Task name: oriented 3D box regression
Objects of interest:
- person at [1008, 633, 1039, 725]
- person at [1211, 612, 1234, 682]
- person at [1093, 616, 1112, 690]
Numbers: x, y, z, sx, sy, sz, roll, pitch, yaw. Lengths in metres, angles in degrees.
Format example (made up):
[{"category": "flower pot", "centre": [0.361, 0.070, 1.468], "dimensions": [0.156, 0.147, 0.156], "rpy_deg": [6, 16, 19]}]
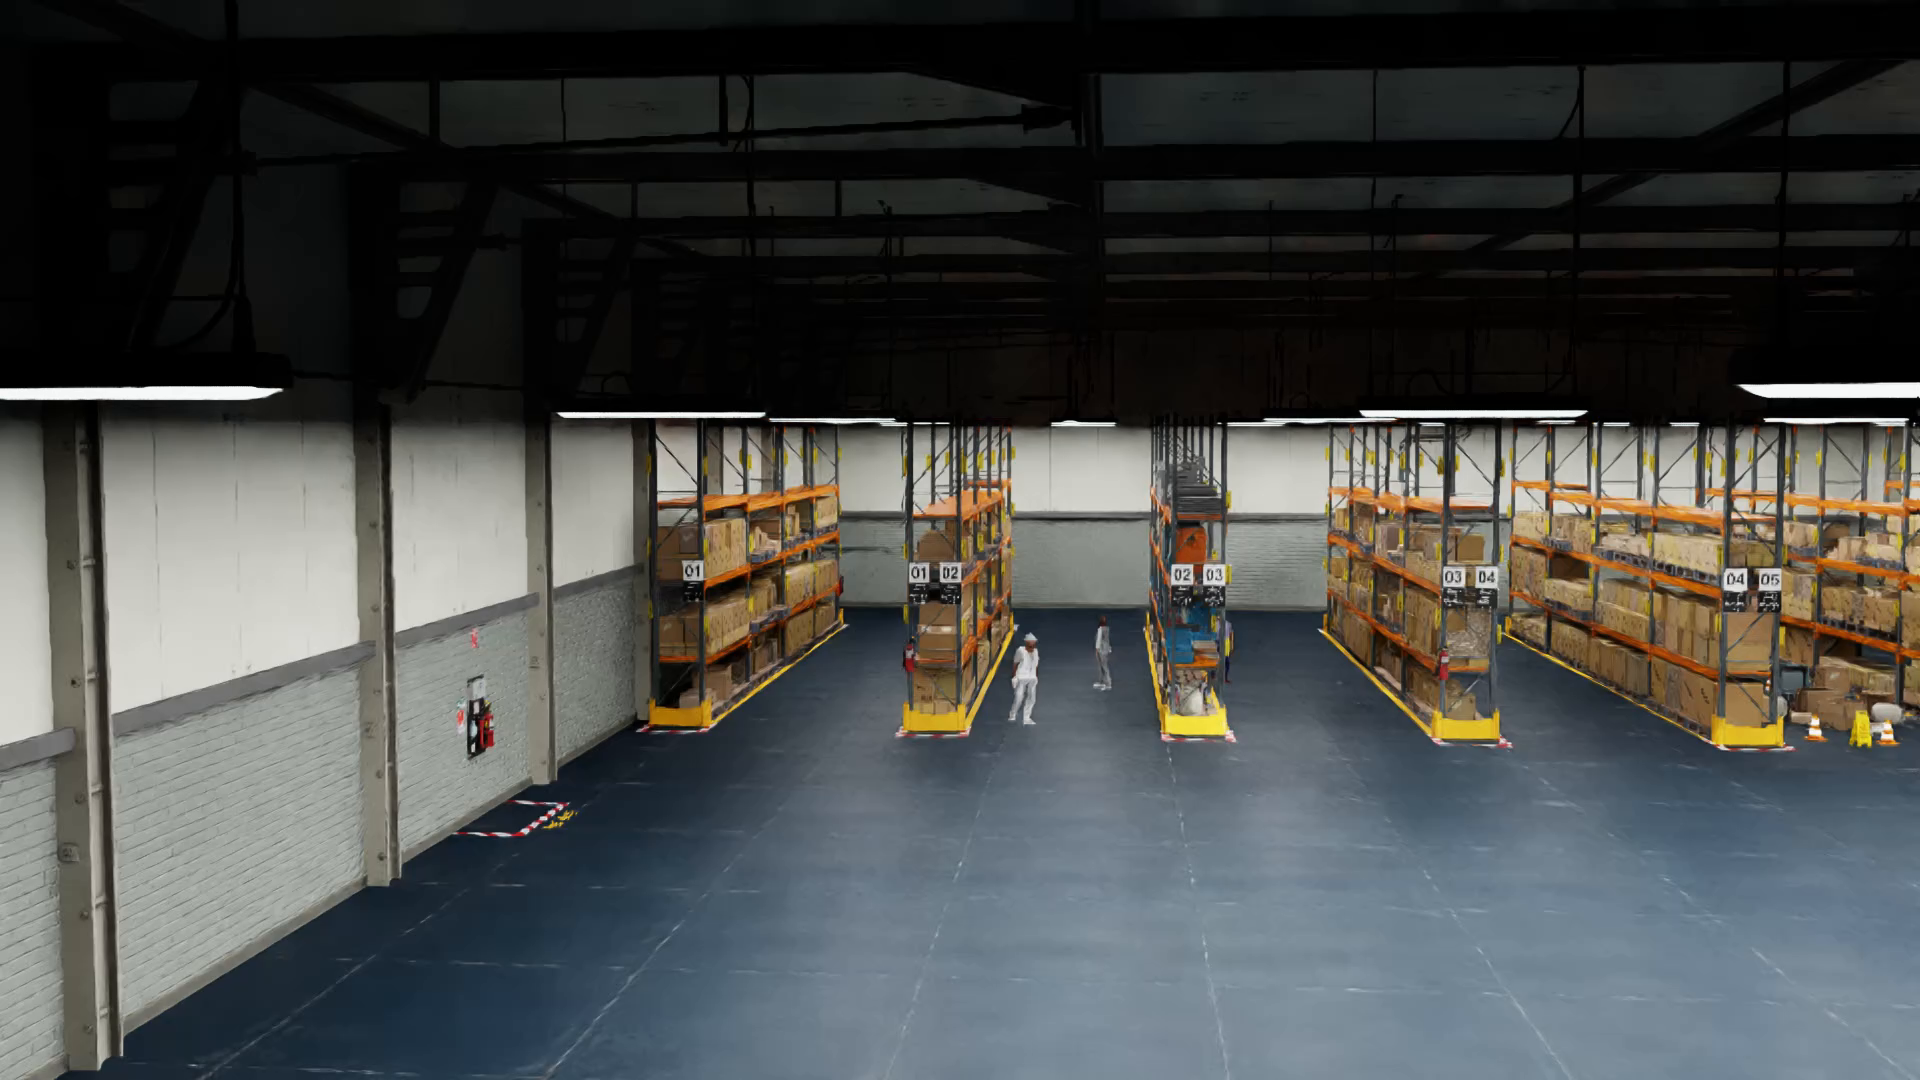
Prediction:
[{"category": "person", "centre": [1.239, 2.675, 32.196], "dimensions": [0.599, 1.772, 0.575], "rpy_deg": [-2, 4, -30]}, {"category": "person", "centre": [5.896, 2.384, 37.721], "dimensions": [0.608, 1.612, 0.664], "rpy_deg": [0, 4, -3]}, {"category": "person", "centre": [3.126, 2.458, 36.477], "dimensions": [0.532, 1.591, 0.528], "rpy_deg": [2, 5, 32]}]
